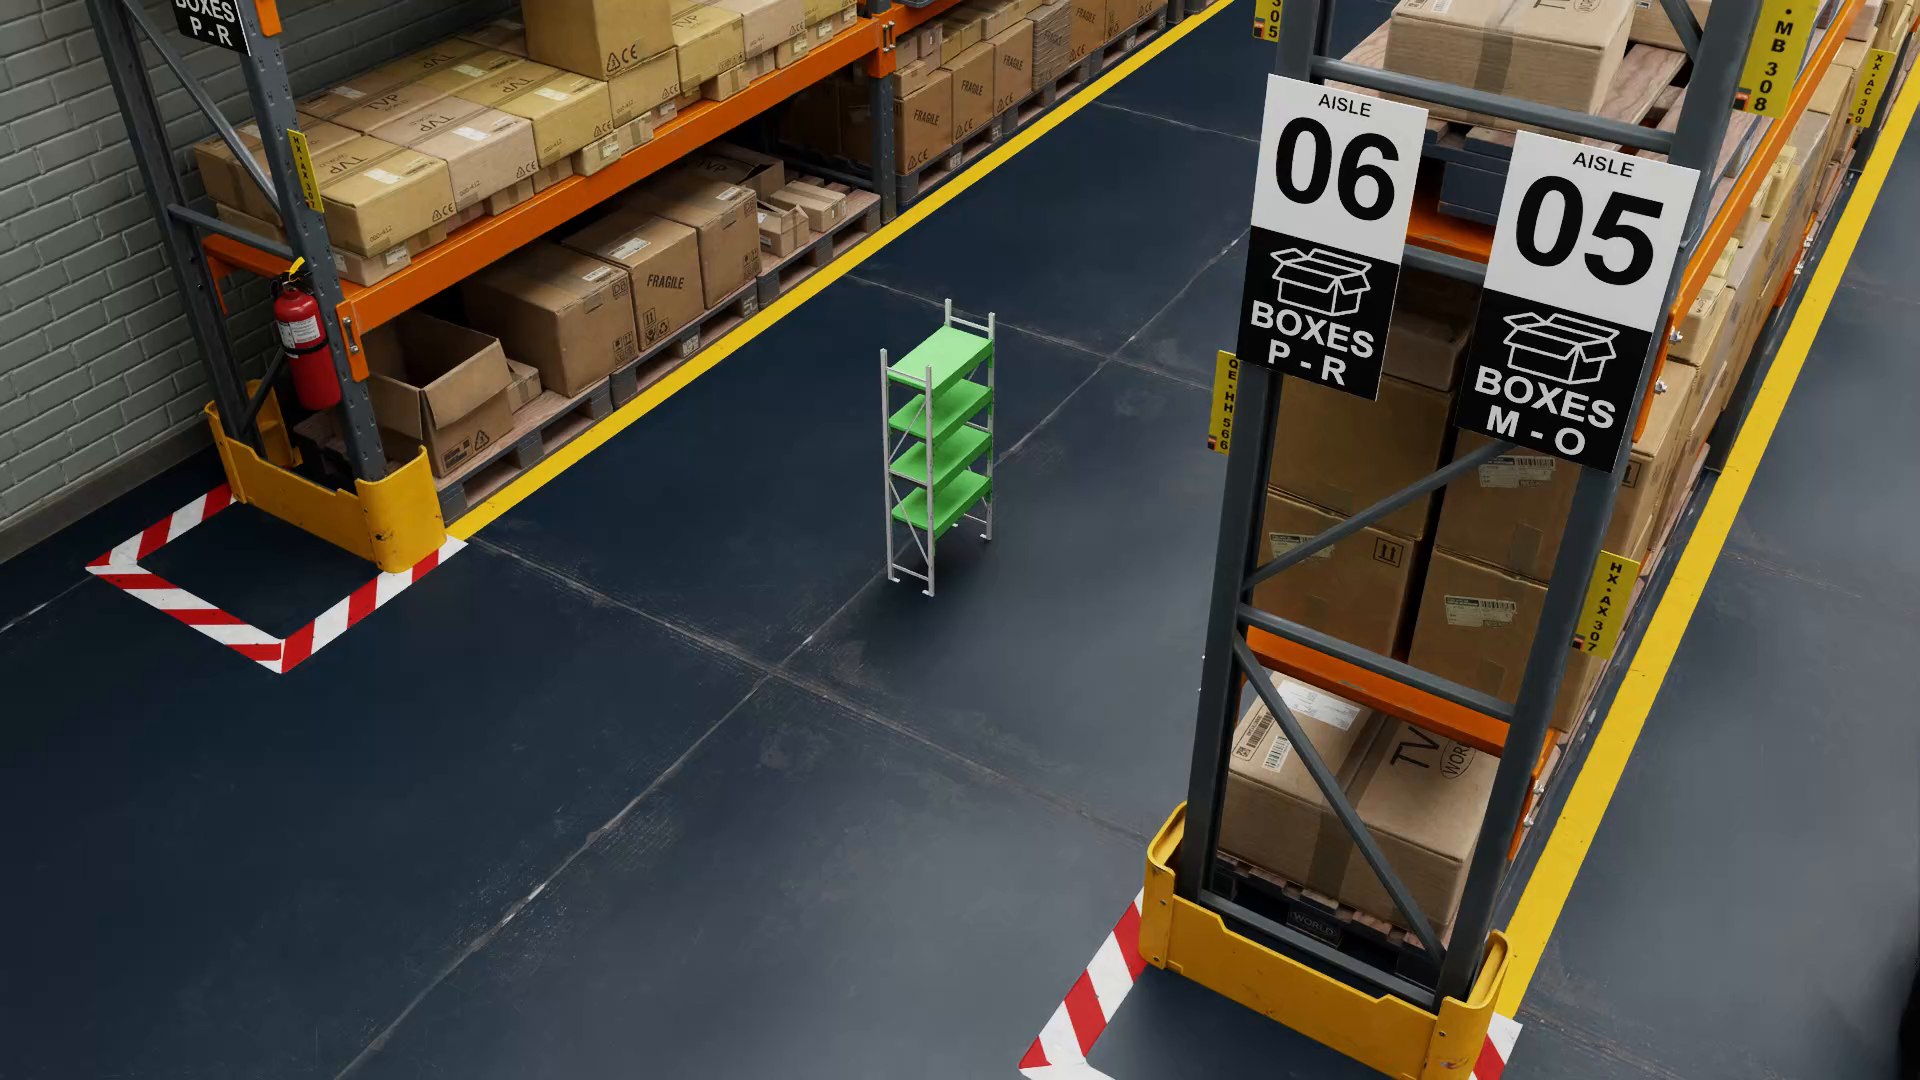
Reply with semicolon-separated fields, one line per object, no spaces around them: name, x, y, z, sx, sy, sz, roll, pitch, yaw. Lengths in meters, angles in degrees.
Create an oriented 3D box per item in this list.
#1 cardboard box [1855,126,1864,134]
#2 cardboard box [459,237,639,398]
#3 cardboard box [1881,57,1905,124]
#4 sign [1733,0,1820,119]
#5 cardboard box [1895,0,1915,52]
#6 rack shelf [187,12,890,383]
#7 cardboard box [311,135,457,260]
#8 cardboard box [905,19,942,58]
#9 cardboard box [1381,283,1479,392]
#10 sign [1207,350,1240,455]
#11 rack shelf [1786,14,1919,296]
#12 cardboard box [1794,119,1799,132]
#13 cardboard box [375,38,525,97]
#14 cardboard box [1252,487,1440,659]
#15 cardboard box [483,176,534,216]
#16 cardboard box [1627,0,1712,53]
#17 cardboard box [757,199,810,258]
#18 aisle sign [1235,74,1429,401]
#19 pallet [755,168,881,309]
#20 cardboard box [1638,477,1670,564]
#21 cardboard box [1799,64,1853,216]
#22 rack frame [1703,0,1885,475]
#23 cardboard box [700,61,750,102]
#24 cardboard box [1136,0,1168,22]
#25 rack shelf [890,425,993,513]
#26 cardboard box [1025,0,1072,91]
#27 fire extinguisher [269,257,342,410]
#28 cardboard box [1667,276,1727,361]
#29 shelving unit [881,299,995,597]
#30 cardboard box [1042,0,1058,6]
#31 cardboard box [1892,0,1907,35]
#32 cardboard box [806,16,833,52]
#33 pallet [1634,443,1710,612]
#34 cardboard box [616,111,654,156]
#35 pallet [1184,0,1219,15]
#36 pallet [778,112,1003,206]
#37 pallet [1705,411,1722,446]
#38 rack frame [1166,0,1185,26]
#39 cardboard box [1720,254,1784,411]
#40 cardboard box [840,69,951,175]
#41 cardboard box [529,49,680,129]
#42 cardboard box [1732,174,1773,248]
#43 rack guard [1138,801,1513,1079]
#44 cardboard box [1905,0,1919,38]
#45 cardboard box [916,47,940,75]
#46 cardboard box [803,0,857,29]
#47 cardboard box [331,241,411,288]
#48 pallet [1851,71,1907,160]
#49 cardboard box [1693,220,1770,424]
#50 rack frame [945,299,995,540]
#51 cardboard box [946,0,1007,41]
cardboard box;4.367;-2.308;8.410;0.500;0.250;0.500;21;42;25
cardboard box;-2.093;-1.149;8.487;0.700;0.500;0.500;23;43;27
cardboard box;5.799;-3.177;11.222;0.950;0.372;0.625;18;41;22
sign;1.667;-1.020;3.378;0.100;0.325;0.005;21;42;25
cardboard box;4.636;-2.765;8.593;0.500;0.250;0.500;20;42;24
rack shelf;-1.920;-2.007;8.485;1.077;0.370;4.000;21;42;25
cardboard box;-2.521;-1.465;7.072;0.500;0.250;0.500;21;42;25
cardboard box;-0.333;-3.121;10.270;0.380;0.149;0.250;19;42;23
cardboard box;1.225;-0.582;4.616;0.380;0.149;0.250;22;43;26
sign;0.751;-0.376;4.638;0.100;0.325;0.005;21;42;25
rack shelf;4.416;-2.447;9.057;1.077;0.370;4.000;21;42;25
cardboard box;2.710;-1.492;5.797;0.380;0.149;0.250;20;42;24
cardboard box;-2.422;-2.162;7.977;0.500;0.250;0.500;23;43;26
cardboard box;1.237;-0.014;5.229;0.500;0.500;0.500;21;42;25
cardboard box;-2.188;-1.644;7.632;0.380;0.149;0.250;23;43;26
cardboard box;1.979;-1.419;4.457;0.380;0.149;0.250;23;43;27
cardboard box;-1.090;-1.839;9.574;0.396;0.266;0.258;23;43;27
aisle sign;0.901;-0.733;4.114;0.394;0.787;0.004;21;42;25
pallet;-1.217;-1.864;9.996;1.003;0.211;1.213;21;42;25
cardboard box;1.949;-0.102;5.343;0.500;0.500;0.500;21;42;25
cardboard box;3.047;-1.544;6.395;0.500;0.500;0.500;21;42;24
rack frame;3.345;-1.701;7.500;1.000;3.000;0.127;21;42;25
cardboard box;-1.322;-2.426;8.645;0.380;0.149;0.250;21;42;24
cardboard box;1.250;-4.273;12.539;0.500;0.500;0.500;22;43;26
rack shelf;-0.089;-0.339;7.312;0.258;0.148;0.480;21;42;25
cardboard box;0.432;-3.474;11.502;0.500;0.500;0.500;20;42;24
fire extinguisher;-2.680;-0.855;6.771;0.296;0.674;0.183;21;42;25
cardboard box;1.942;-0.679;4.741;0.380;0.149;0.250;23;43;26
shelving unit;-0.089;-0.390;7.273;0.258;1.200;0.503;21;42;25
cardboard box;0.510;-3.806;11.402;0.380;0.149;0.250;19;42;23
cardboard box;4.343;-2.798;8.022;0.500;0.500;0.500;20;42;24
cardboard box;-0.927;-2.835;9.176;0.380;0.149;0.250;22;43;26
pallet;2.871;-0.230;7.876;1.003;0.211;1.213;21;42;25
cardboard box;-1.728;-2.031;8.133;0.380;0.149;0.250;22;43;26
pallet;1.769;-4.692;13.663;1.003;0.211;1.213;21;42;25
pallet;-0.445;-2.650;11.015;1.003;0.211;1.213;21;42;25
pallet;3.695;-1.019;8.899;1.003;0.211;1.213;21;42;25
rack frame;1.295;-5.385;12.278;1.000;3.000;0.127;21;42;25
cardboard box;2.784;-0.887;6.362;0.500;0.500;0.500;21;42;24
cardboard box;-0.399;-2.675;10.466;0.500;0.500;0.500;23;43;27
cardboard box;-1.726;-2.258;8.101;0.500;0.250;0.500;20;42;24
cardboard box;2.333;-1.088;5.272;0.380;0.149;0.250;22;43;26
rack guard;1.189;1.364;5.572;1.175;0.500;0.348;21;42;25
cardboard box;5.176;-3.089;9.424;0.500;0.250;0.500;22;43;26
cardboard box;-0.348;-3.022;10.385;0.380;0.149;0.250;20;42;24
cardboard box;-0.915;-3.039;9.114;0.500;0.250;0.500;22;43;26
cardboard box;-2.584;-1.241;7.108;0.380;0.149;0.250;21;42;25
pallet;5.908;-3.061;11.548;1.003;0.211;1.213;21;42;25
cardboard box;2.240;-0.765;5.385;0.500;0.500;0.500;21;42;25
rack frame;0.042;-0.516;7.436;0.240;1.200;0.015;21;42;25
cardboard box;0.080;-3.420;10.902;0.380;0.149;0.250;21;42;25
